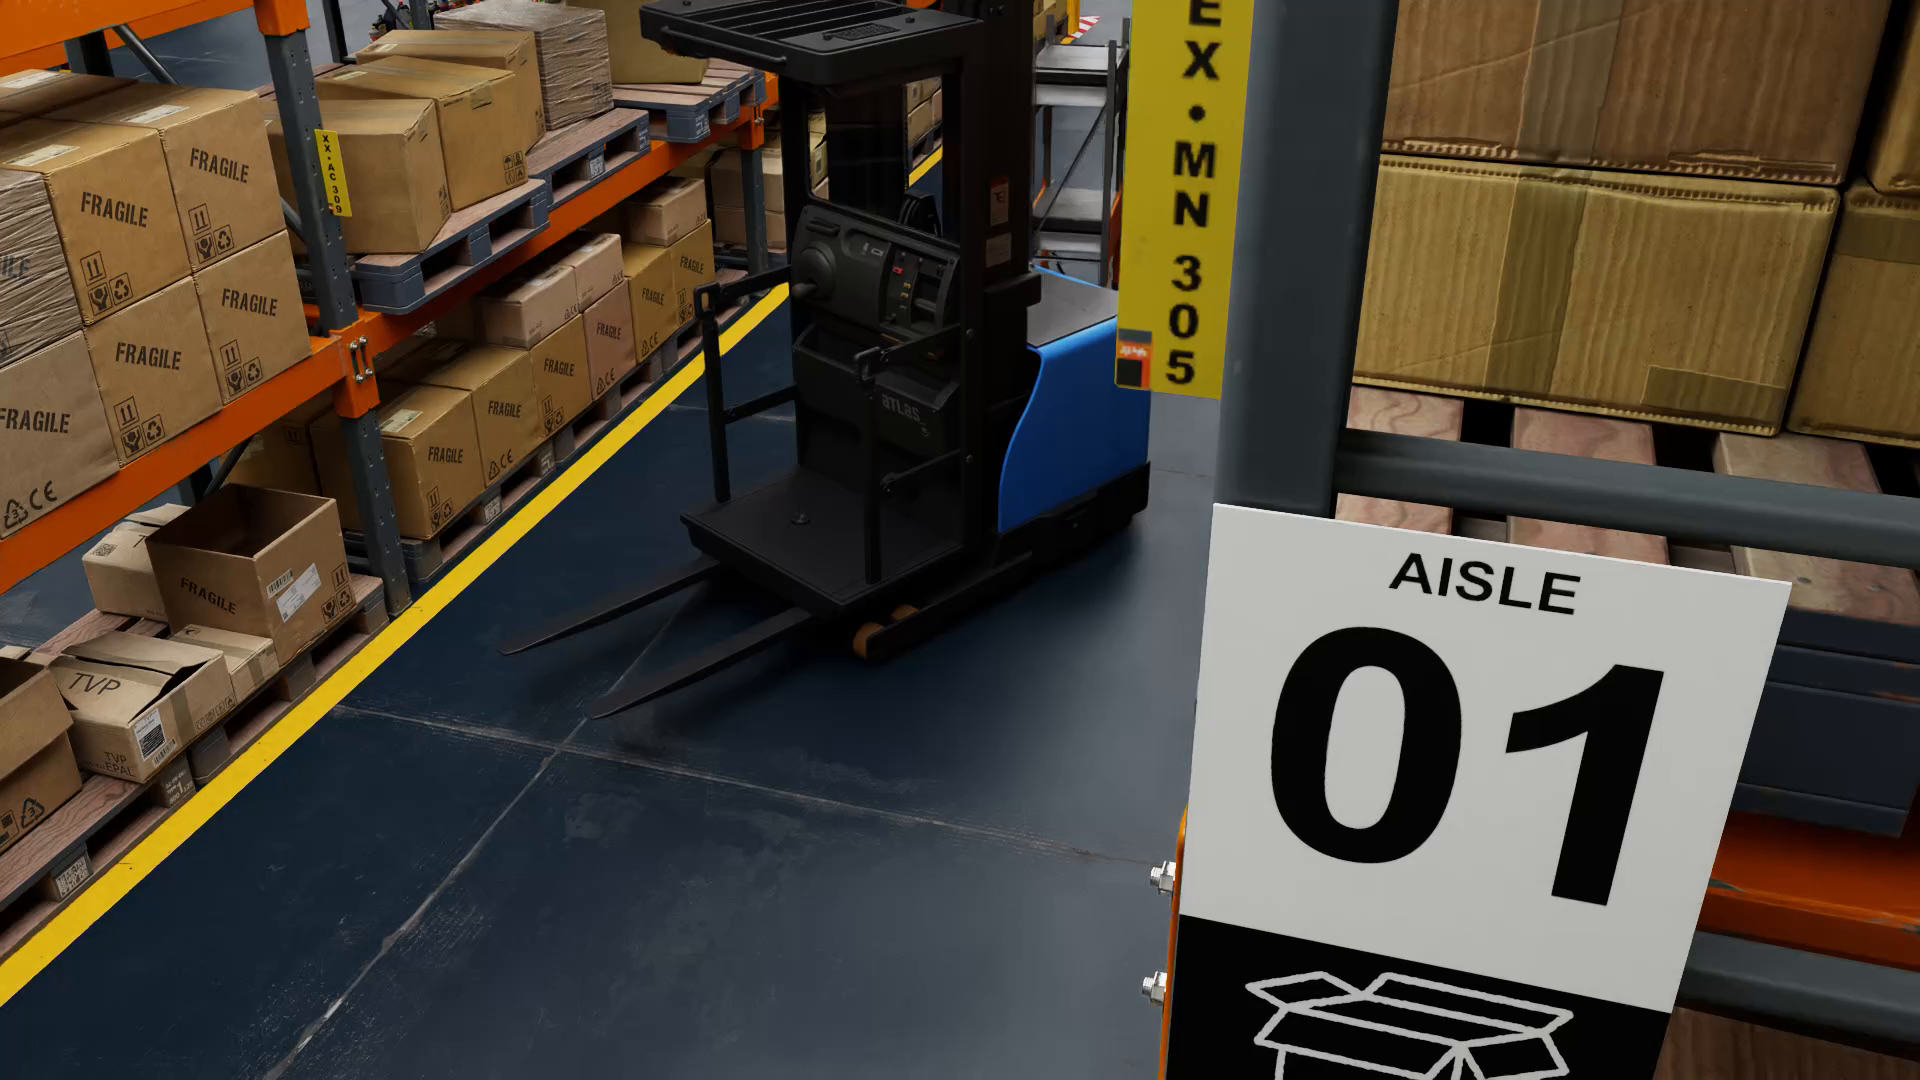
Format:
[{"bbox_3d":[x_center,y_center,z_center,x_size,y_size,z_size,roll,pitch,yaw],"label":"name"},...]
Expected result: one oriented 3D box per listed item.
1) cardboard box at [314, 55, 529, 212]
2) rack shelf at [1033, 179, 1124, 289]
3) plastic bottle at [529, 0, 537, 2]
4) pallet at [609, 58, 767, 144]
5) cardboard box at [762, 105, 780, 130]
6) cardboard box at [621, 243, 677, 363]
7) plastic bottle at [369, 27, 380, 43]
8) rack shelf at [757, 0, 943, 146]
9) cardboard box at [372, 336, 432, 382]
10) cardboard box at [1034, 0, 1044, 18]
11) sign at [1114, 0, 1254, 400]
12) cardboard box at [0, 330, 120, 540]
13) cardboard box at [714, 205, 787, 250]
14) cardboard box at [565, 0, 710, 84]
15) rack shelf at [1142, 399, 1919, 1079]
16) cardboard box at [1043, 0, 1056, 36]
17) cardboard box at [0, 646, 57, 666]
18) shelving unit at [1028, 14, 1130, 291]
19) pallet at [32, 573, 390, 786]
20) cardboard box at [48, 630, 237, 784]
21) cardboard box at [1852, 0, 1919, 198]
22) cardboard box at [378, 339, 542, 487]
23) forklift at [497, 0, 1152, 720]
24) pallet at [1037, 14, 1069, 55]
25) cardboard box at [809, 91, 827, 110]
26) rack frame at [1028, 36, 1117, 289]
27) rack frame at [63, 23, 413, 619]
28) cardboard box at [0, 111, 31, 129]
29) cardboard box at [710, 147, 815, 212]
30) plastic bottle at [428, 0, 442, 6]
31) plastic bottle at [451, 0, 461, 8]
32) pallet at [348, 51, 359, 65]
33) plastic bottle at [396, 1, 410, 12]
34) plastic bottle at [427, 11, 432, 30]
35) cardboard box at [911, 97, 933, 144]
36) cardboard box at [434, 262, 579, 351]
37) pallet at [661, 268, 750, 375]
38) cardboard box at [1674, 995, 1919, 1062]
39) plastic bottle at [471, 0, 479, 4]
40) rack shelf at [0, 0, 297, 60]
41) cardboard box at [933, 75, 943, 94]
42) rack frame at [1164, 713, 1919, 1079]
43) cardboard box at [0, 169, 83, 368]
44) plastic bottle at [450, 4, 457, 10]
[{"bbox_3d":[-2.385,-1.817,7.396,0.700,0.500,0.500,13,32,23],"label":"cardboard box"},{"bbox_3d":[0.563,-1.449,8.220,0.431,0.518,0.480,6,30,11],"label":"rack shelf"},{"bbox_3d":[-4.311,-5.331,16.596,0.152,0.276,0.135,9,30,15],"label":"plastic bottle"},{"bbox_3d":[-1.837,-2.523,9.397,1.213,0.211,1.003,8,30,15],"label":"pallet"},{"bbox_3d":[-1.489,-2.914,11.722,0.500,0.311,0.500,8,30,15],"label":"cardboard box"},{"bbox_3d":[-1.907,-1.323,9.162,0.500,0.500,0.500,7,30,13],"label":"cardboard box"},{"bbox_3d":[-5.456,-4.682,15.506,0.097,0.201,0.097,0,29,0],"label":"plastic bottle"},{"bbox_3d":[-1.118,-3.547,11.780,1.077,0.370,4.000,8,30,15],"label":"rack shelf"},{"bbox_3d":[-2.855,-0.672,7.990,0.500,0.500,0.500,9,30,15],"label":"cardboard box"},{"bbox_3d":[0.491,-5.201,15.638,0.500,0.500,0.500,8,30,15],"label":"cardboard box"},{"bbox_3d":[0.169,-0.256,1.210,0.100,0.325,0.005,8,30,15],"label":"sign"},{"bbox_3d":[-3.079,-0.369,5.225,0.500,0.500,0.500,9,30,16],"label":"cardboard box"},{"bbox_3d":[-1.270,-2.115,10.863,0.500,0.250,0.500,8,30,15],"label":"cardboard box"},{"bbox_3d":[-1.782,-2.850,9.253,0.700,0.500,0.500,-1,29,-2],"label":"cardboard box"},{"bbox_3d":[1.271,-0.435,3.100,1.077,0.370,4.000,8,30,15],"label":"rack shelf"},{"bbox_3d":[0.633,-5.106,16.240,0.500,0.250,0.500,8,30,15],"label":"cardboard box"},{"bbox_3d":[-3.453,0.541,6.155,0.380,0.166,0.250,8,30,15],"label":"cardboard box"},{"bbox_3d":[0.563,-1.461,8.213,0.431,2.100,0.503,6,30,11],"label":"shelving unit"},{"bbox_3d":[-3.081,0.465,6.698,1.003,0.211,1.213,8,30,15],"label":"pallet"},{"bbox_3d":[-2.995,0.564,5.965,0.500,0.311,0.500,8,30,15],"label":"cardboard box"},{"bbox_3d":[1.129,-0.614,1.530,0.500,0.500,0.500,7,30,13],"label":"cardboard box"},{"bbox_3d":[-2.358,-0.612,7.884,0.500,0.500,0.500,9,30,16],"label":"cardboard box"},{"bbox_3d":[-0.507,-1.060,6.640,3.031,2.935,1.130,-26,38,-38],"label":"forklift"},{"bbox_3d":[0.459,-5.070,16.646,1.003,0.211,1.213,8,30,15],"label":"pallet"},{"bbox_3d":[-0.822,-3.081,12.023,0.500,0.311,0.500,8,30,14],"label":"cardboard box"},{"bbox_3d":[0.512,-1.345,8.005,0.400,2.100,0.015,6,30,11],"label":"rack frame"},{"bbox_3d":[-2.879,-1.073,6.593,1.000,3.000,0.127,8,30,15],"label":"rack frame"},{"bbox_3d":[-3.437,-1.135,5.573,0.500,0.500,0.500,8,30,13],"label":"cardboard box"},{"bbox_3d":[-1.270,-2.360,10.727,0.500,0.311,0.500,10,30,17],"label":"cardboard box"},{"bbox_3d":[-5.149,-5.156,16.282,0.152,0.276,0.135,9,30,16],"label":"plastic bottle"},{"bbox_3d":[-5.051,-5.354,16.643,0.097,0.271,0.097,0,29,0],"label":"plastic bottle"},{"bbox_3d":[-5.028,-4.587,15.778,1.003,0.211,1.213,8,30,15],"label":"pallet"},{"bbox_3d":[-5.295,-4.963,15.859,0.144,0.351,0.185,7,30,12],"label":"plastic bottle"},{"bbox_3d":[-5.146,-4.921,15.860,0.152,0.276,0.135,8,30,15],"label":"plastic bottle"},{"bbox_3d":[-0.525,-3.304,13.000,0.500,0.250,0.500,8,30,14],"label":"cardboard box"},{"bbox_3d":[-2.210,-1.155,8.088,0.500,0.250,0.500,9,30,15],"label":"cardboard box"},{"bbox_3d":[-1.960,-1.372,9.999,1.003,0.211,1.213,8,30,15],"label":"pallet"},{"bbox_3d":[1.027,0.782,2.950,0.980,0.700,0.700,8,30,14],"label":"cardboard box"},{"bbox_3d":[-4.951,-5.481,16.944,0.097,0.201,0.097,0,29,0],"label":"plastic bottle"},{"bbox_3d":[-3.466,-1.140,4.368,1.077,0.370,4.000,8,30,15],"label":"rack shelf"},{"bbox_3d":[-0.375,-3.789,13.294,0.500,0.311,0.500,8,30,15],"label":"cardboard box"},{"bbox_3d":[0.684,1.491,1.984,1.000,3.000,0.127,8,30,15],"label":"rack frame"},{"bbox_3d":[-3.076,-0.809,4.987,0.500,0.500,0.500,9,30,15],"label":"cardboard box"},{"bbox_3d":[-4.769,-4.870,15.692,0.144,0.351,0.185,8,30,15],"label":"plastic bottle"}]
